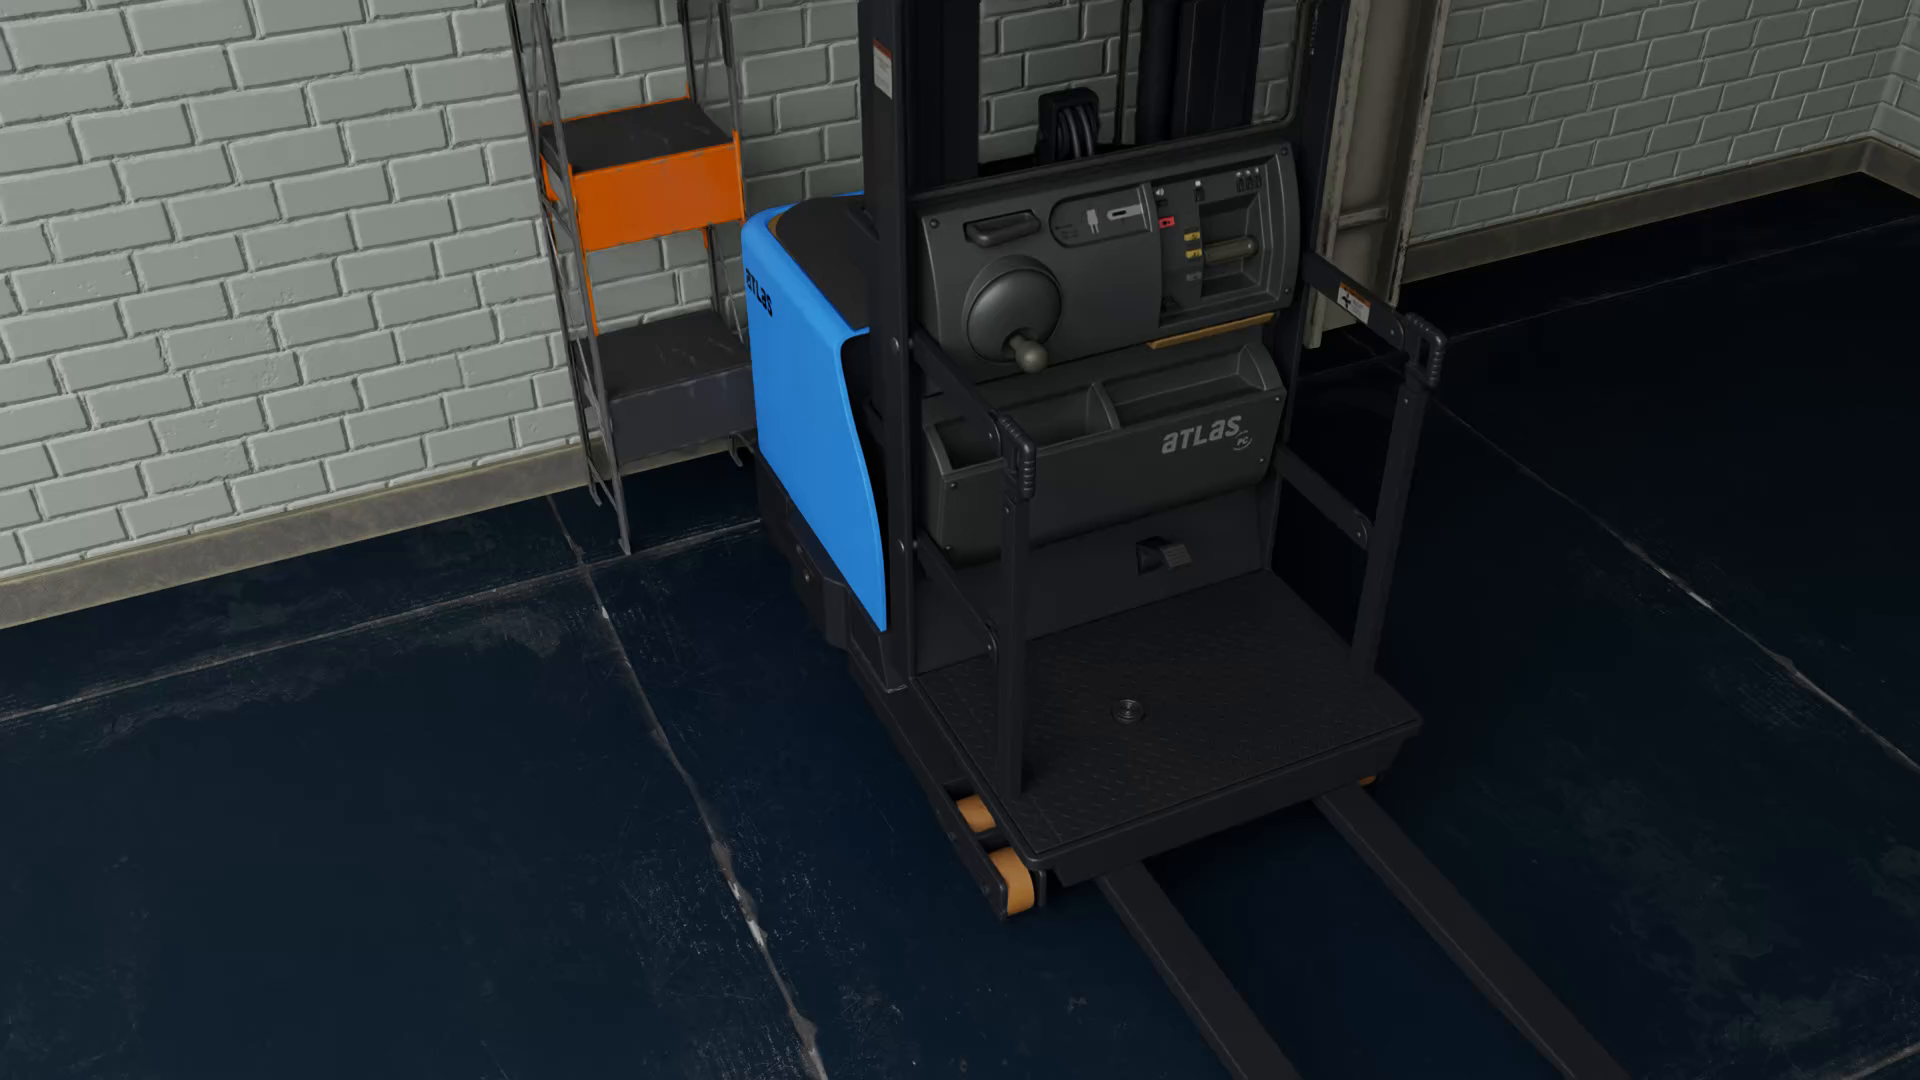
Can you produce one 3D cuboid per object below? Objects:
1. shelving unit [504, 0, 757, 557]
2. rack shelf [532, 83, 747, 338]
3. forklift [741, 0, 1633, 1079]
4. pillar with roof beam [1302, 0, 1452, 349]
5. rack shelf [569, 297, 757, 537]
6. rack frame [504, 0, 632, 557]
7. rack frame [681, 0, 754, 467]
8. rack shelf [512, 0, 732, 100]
[{"bbox_3d":[-0.913,-0.967,4.783,0.503,2.100,0.431,-17,39,-21],"label":"shelving unit"},{"bbox_3d":[-0.913,-0.956,4.791,0.480,0.518,0.431,-17,39,-21],"label":"rack shelf"},{"bbox_3d":[0.447,-0.568,3.555,1.130,2.935,3.031,-16,39,-20],"label":"forklift"},{"bbox_3d":[3.245,-2.138,0.579,0.400,9.000,9.100,-16,39,-20],"label":"pillar with roof beam"},{"bbox_3d":[-0.905,-0.392,5.206,0.480,0.518,0.431,-17,39,-21],"label":"rack shelf"},{"bbox_3d":[-1.131,-0.900,4.696,0.015,2.100,0.400,-17,39,-21],"label":"rack frame"},{"bbox_3d":[-0.696,-1.034,4.870,0.015,2.100,0.400,-17,39,-21],"label":"rack frame"},{"bbox_3d":[-0.922,-1.520,4.377,0.480,0.518,0.431,-17,39,-21],"label":"rack shelf"}]
